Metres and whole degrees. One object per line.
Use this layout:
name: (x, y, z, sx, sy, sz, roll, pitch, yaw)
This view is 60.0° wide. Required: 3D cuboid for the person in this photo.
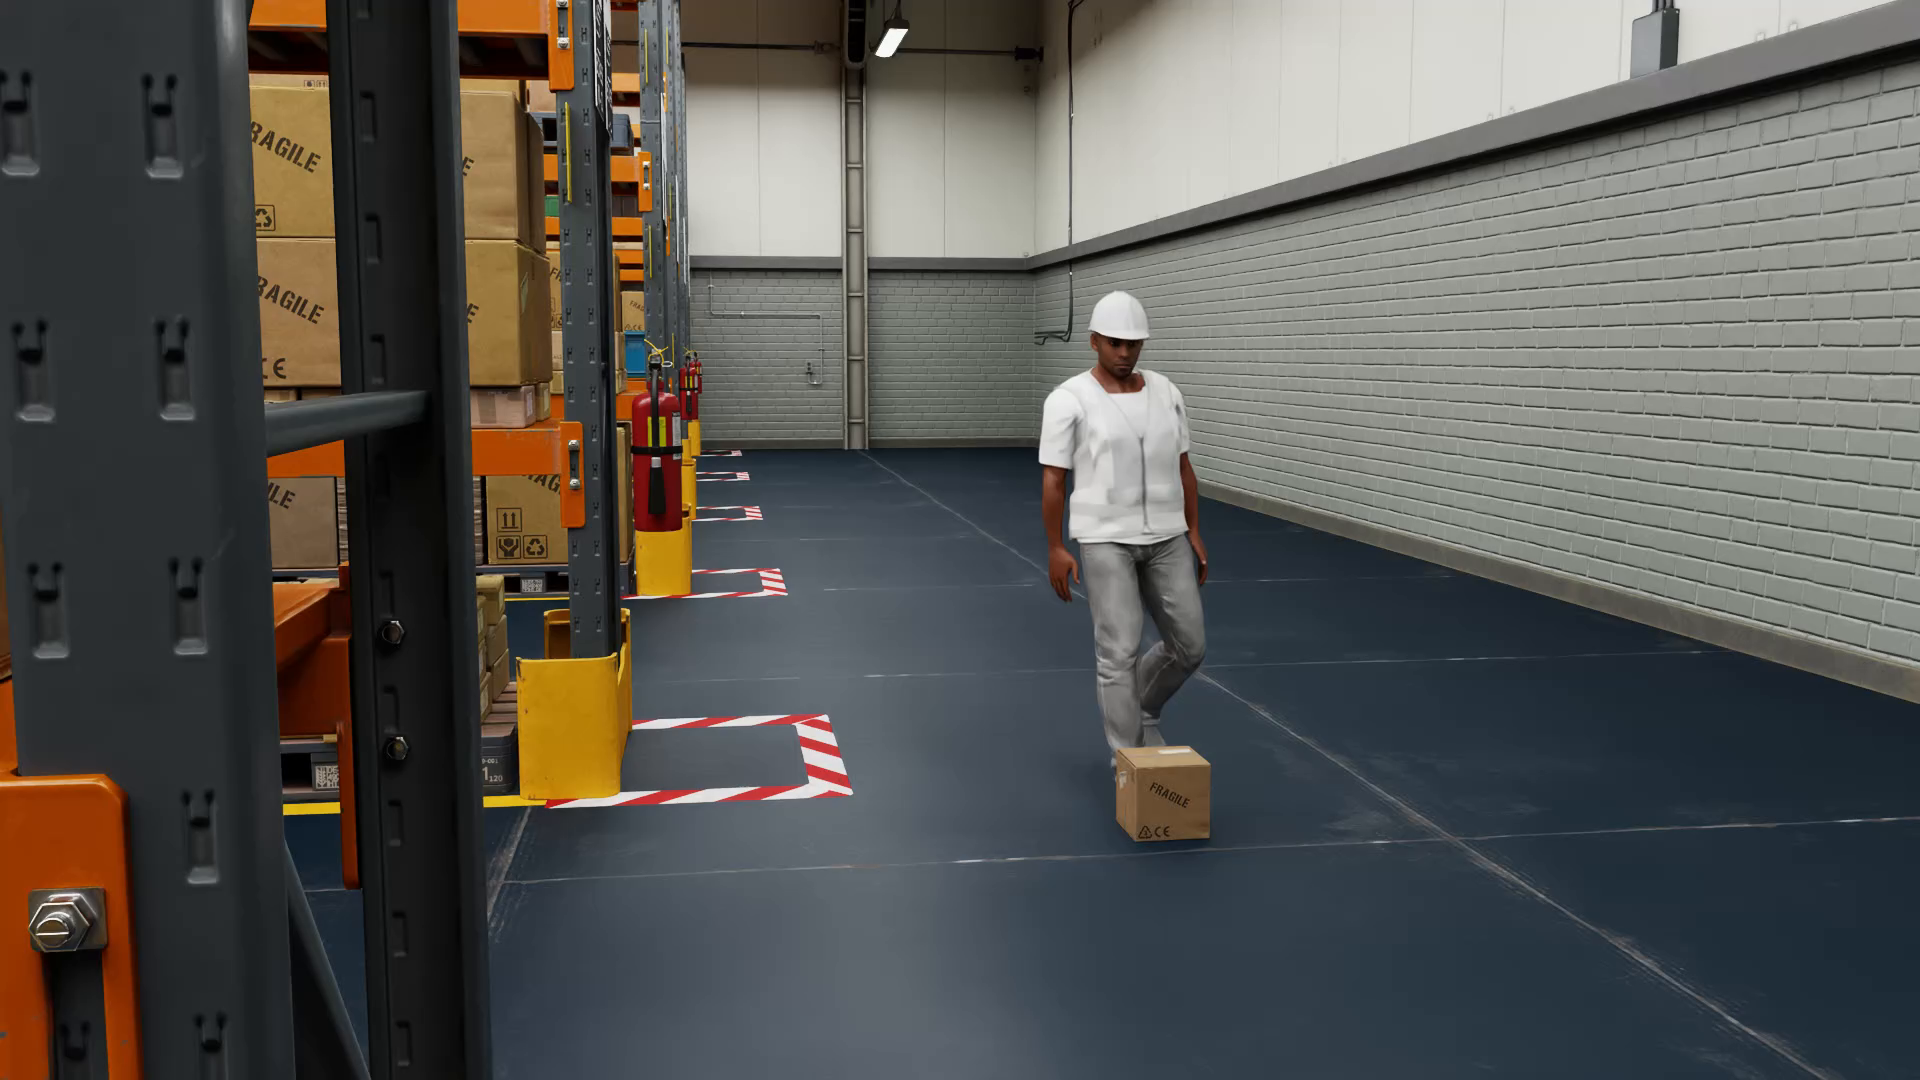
person: (0.614, 0.017, 5.828, 0.604, 1.765, 0.672, -2, 7, -19)
